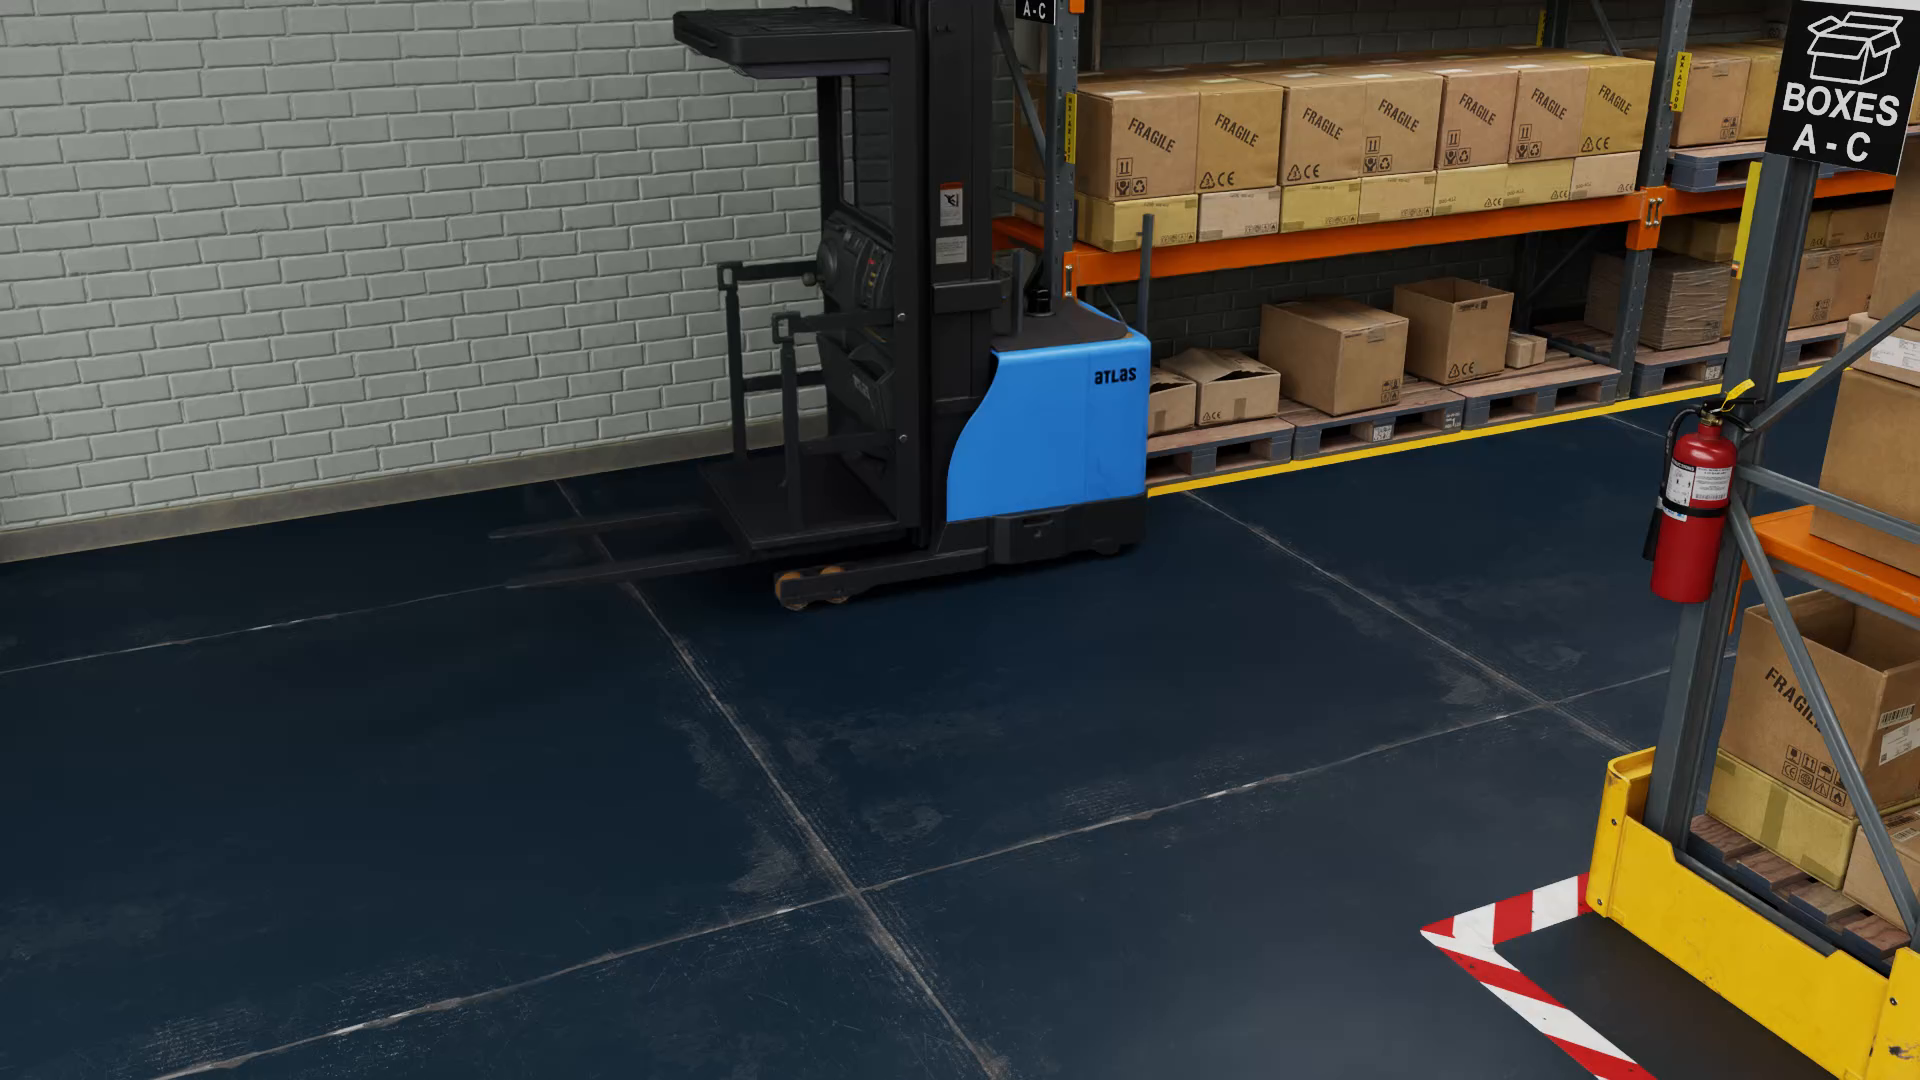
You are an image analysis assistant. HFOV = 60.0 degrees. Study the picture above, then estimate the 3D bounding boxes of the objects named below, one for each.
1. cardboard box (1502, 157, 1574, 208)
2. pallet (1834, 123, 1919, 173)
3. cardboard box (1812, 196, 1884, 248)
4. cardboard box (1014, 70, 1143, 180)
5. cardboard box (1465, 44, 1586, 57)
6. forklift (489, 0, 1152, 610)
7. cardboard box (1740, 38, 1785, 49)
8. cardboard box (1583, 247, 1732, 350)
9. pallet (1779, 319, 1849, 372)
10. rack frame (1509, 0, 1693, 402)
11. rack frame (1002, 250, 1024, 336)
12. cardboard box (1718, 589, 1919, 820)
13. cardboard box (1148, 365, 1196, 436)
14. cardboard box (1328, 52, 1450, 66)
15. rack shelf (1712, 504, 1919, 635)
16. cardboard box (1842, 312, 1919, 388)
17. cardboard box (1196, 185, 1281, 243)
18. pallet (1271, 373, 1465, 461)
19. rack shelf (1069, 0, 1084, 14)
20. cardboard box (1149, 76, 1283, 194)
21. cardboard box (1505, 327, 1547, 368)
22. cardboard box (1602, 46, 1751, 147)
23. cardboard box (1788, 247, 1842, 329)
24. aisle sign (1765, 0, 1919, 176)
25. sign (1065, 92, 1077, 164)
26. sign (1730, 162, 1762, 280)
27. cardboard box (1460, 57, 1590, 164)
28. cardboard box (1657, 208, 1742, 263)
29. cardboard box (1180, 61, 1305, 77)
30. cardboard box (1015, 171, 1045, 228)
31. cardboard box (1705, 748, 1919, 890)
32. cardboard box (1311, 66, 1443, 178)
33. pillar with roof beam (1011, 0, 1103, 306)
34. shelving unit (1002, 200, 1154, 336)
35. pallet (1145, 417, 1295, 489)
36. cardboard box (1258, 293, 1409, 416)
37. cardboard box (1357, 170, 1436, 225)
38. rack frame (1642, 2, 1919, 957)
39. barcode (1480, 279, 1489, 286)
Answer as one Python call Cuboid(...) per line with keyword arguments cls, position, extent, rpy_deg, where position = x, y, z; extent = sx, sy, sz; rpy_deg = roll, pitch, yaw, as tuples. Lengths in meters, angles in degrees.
Cuboid(cls="cardboard box", position=(3.148, -2.098, 9.566), extent=(0.500, 0.250, 0.500), rpy_deg=(-10, 25, -23))
Cuboid(cls="pallet", position=(5.734, -2.653, 10.988), extent=(1.213, 0.211, 1.003), rpy_deg=(-10, 25, -24))
Cuboid(cls="cardboard box", position=(5.872, -2.182, 11.311), extent=(0.500, 0.250, 0.500), rpy_deg=(-11, 25, -24))
Cuboid(cls="cardboard box", position=(0.624, -2.195, 8.820), extent=(0.500, 0.500, 0.500), rpy_deg=(-11, 25, -24))
Cuboid(cls="cardboard box", position=(3.382, -2.701, 10.043), extent=(0.500, 0.500, 0.500), rpy_deg=(-11, 25, -25))
Cuboid(cls="forklift", position=(-0.663, -1.269, 7.483), extent=(3.031, 2.935, 1.130), rpy_deg=(-8, 24, -19))
Cuboid(cls="cardboard box", position=(5.456, -2.953, 10.756), extent=(0.500, 0.500, 0.700), rpy_deg=(-7, 23, -16))
Cuboid(cls="cardboard box", position=(4.552, -1.597, 10.879), extent=(0.500, 0.500, 0.700), rpy_deg=(-10, 24, -22))
Cuboid(cls="pallet", position=(5.697, -1.466, 11.515), extent=(1.213, 0.211, 1.003), rpy_deg=(-10, 25, -24))
Cuboid(cls="rack frame", position=(3.896, -2.421, 10.176), extent=(0.127, 3.000, 1.000), rpy_deg=(-10, 25, -24))
Cuboid(cls="rack frame", position=(0.082, -0.685, 7.966), extent=(0.500, 1.500, 0.032), rpy_deg=(20, 31, 36))
Cuboid(cls="cardboard box", position=(2.797, 0.488, 5.215), extent=(0.500, 0.500, 0.500), rpy_deg=(-10, 25, -24))
Cuboid(cls="cardboard box", position=(0.954, -0.802, 9.205), extent=(0.500, 0.311, 0.500), rpy_deg=(-14, 26, -30))
Cuboid(cls="cardboard box", position=(2.462, -2.536, 9.644), extent=(0.500, 0.500, 0.500), rpy_deg=(-10, 24, -22))
Cuboid(cls="rack shelf", position=(4.245, -0.050, 5.389), extent=(4.000, 0.370, 1.077), rpy_deg=(-10, 25, -24))
Cuboid(cls="cardboard box", position=(2.705, -0.526, 4.619), extent=(0.250, 0.149, 0.380), rpy_deg=(-11, 25, -25))
Cuboid(cls="cardboard box", position=(1.331, -1.760, 8.749), extent=(0.500, 0.250, 0.500), rpy_deg=(-11, 25, -25))
Cuboid(cls="pallet", position=(2.205, -0.805, 9.918), extent=(1.213, 0.211, 1.003), rpy_deg=(-10, 25, -24))
Cuboid(cls="rack shelf", position=(2.094, -3.142, 8.938), extent=(4.000, 0.370, 1.077), rpy_deg=(-10, 25, -24))
Cuboid(cls="cardboard box", position=(1.302, -2.098, 8.585), extent=(0.500, 0.500, 0.500), rpy_deg=(-10, 25, -23))
Cuboid(cls="cardboard box", position=(3.427, -1.216, 10.394), extent=(0.250, 0.166, 0.380), rpy_deg=(-14, 26, -30))
Cuboid(cls="cardboard box", position=(4.369, -2.743, 10.248), extent=(0.500, 0.500, 0.700), rpy_deg=(-10, 25, -23))
Cuboid(cls="cardboard box", position=(5.473, -1.770, 11.298), extent=(0.500, 0.500, 0.700), rpy_deg=(-10, 25, -23))
Cuboid(cls="aisle sign", position=(2.257, -1.342, 4.171), extent=(0.004, 0.787, 0.394), rpy_deg=(-10, 25, -24))
Cuboid(cls="sign", position=(0.527, -1.970, 7.956), extent=(0.005, 0.325, 0.100), rpy_deg=(-10, 25, -24))
Cuboid(cls="sign", position=(2.220, -0.884, 4.641), extent=(0.005, 0.325, 0.100), rpy_deg=(-10, 25, -24))
Cuboid(cls="cardboard box", position=(3.157, -2.437, 9.406), extent=(0.500, 0.500, 0.500), rpy_deg=(-11, 25, -24))
Cuboid(cls="cardboard box", position=(4.947, -2.017, 10.915), extent=(0.500, 0.250, 0.500), rpy_deg=(-11, 25, -25))
Cuboid(cls="cardboard box", position=(1.546, -2.362, 9.225), extent=(0.500, 0.500, 0.500), rpy_deg=(-11, 25, -25))
Cuboid(cls="cardboard box", position=(0.629, -1.841, 8.947), extent=(0.500, 0.250, 0.500), rpy_deg=(-10, 25, -23))
Cuboid(cls="cardboard box", position=(2.798, 0.835, 5.357), extent=(0.500, 0.250, 0.500), rpy_deg=(-10, 25, -24))
Cuboid(cls="cardboard box", position=(2.230, -2.271, 9.004), extent=(0.500, 0.500, 0.500), rpy_deg=(-10, 24, -22))
Cuboid(cls="pillar with roof beam", position=(2.414, -3.460, 4.842), extent=(0.400, 9.000, 9.100), rpy_deg=(-10, 25, -24))
Cuboid(cls="shelving unit", position=(0.416, -0.838, 8.318), extent=(0.538, 1.500, 1.048), rpy_deg=(20, 31, 36))
Cuboid(cls="pallet", position=(1.107, -0.604, 9.433), extent=(1.213, 0.211, 1.003), rpy_deg=(-10, 25, -24))
Cuboid(cls="cardboard box", position=(2.150, -1.088, 9.650), extent=(0.500, 0.500, 0.700), rpy_deg=(-12, 25, -27))
Cuboid(cls="cardboard box", position=(2.249, -1.925, 9.149), extent=(0.500, 0.250, 0.500), rpy_deg=(-10, 25, -23))
Cuboid(cls="rack frame", position=(2.443, -0.051, 4.450), extent=(0.127, 3.000, 1.000), rpy_deg=(-10, 25, -24))
Cuboid(cls="barcode", position=(3.305, -1.610, 10.492), extent=(0.075, 0.075, 0.001), rpy_deg=(-10, 25, -24))
